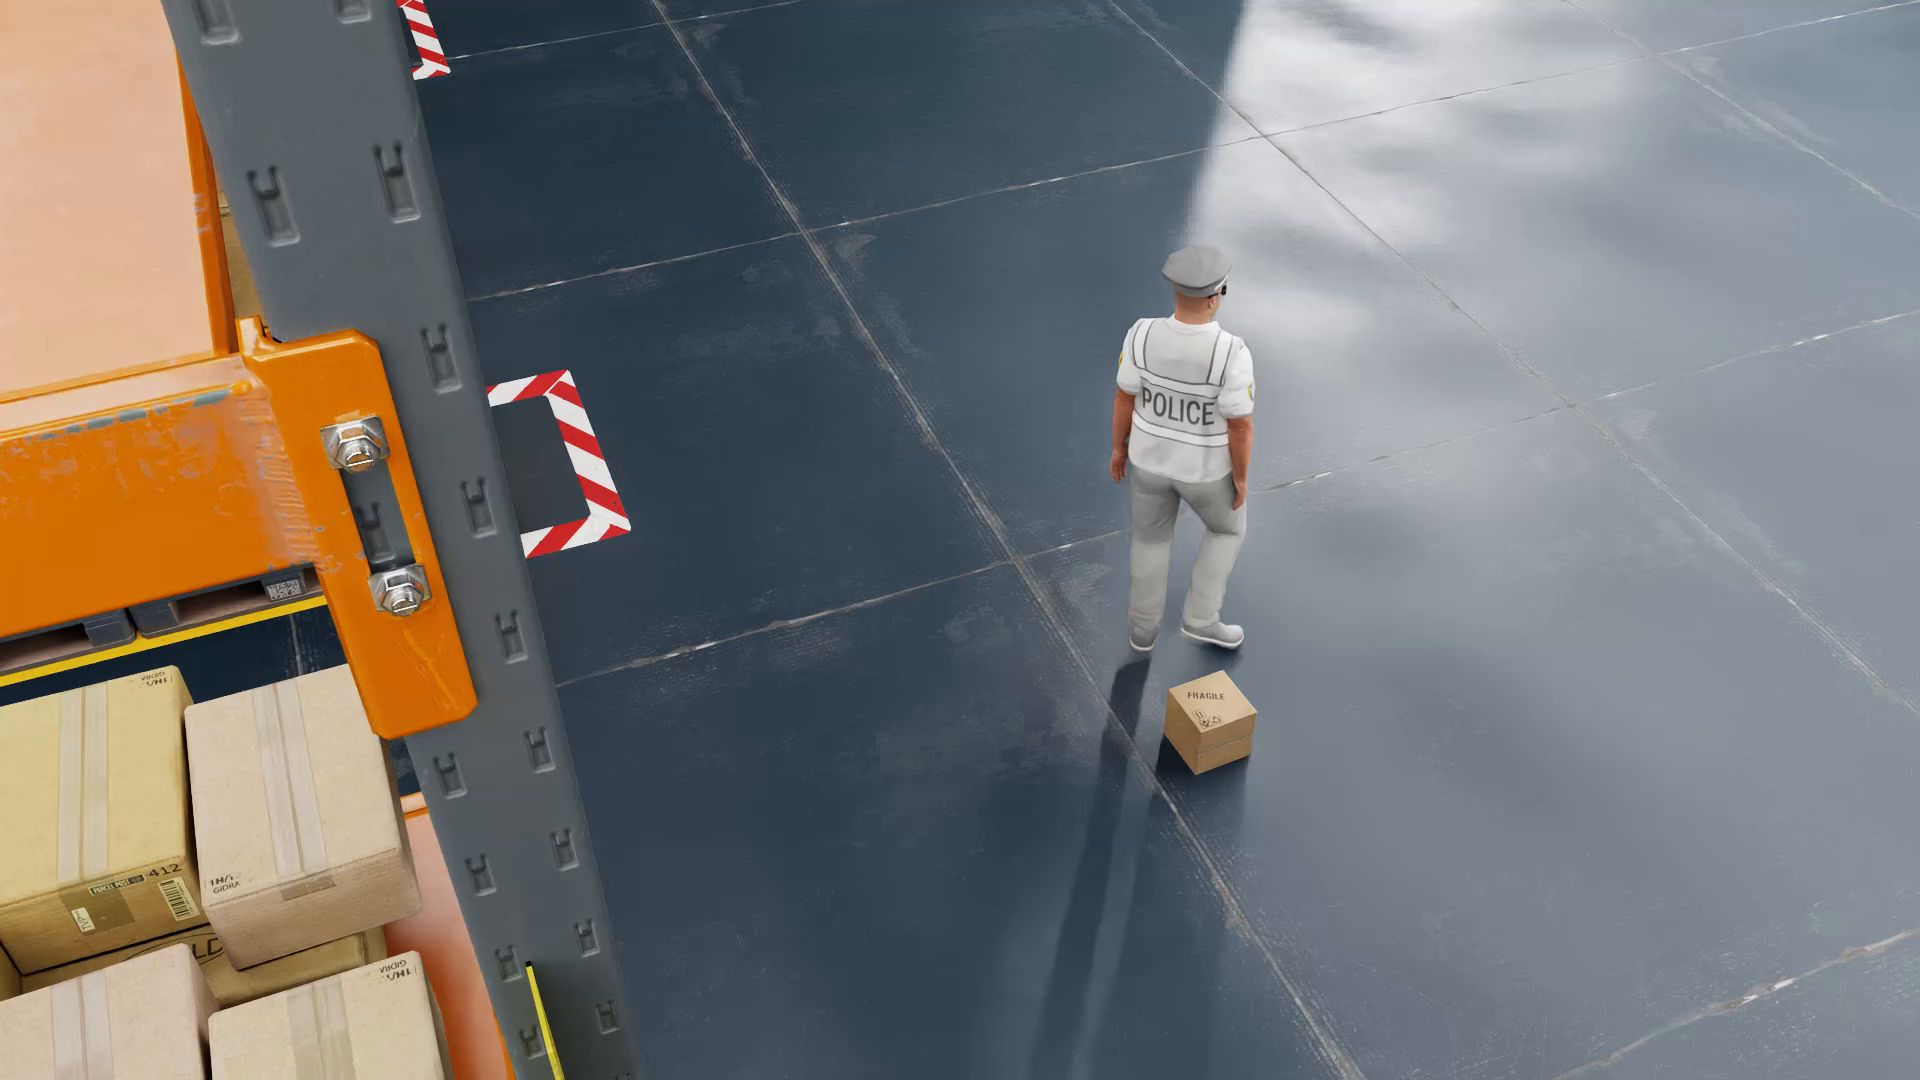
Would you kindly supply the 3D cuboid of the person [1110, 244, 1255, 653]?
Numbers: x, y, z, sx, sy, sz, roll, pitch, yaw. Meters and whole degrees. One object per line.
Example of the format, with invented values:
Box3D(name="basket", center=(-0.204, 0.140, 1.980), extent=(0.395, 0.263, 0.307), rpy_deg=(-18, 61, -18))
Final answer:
Box3D(name="person", center=(0.883, -0.287, 6.482), extent=(0.633, 1.764, 0.487), rpy_deg=(16, 44, 17))
